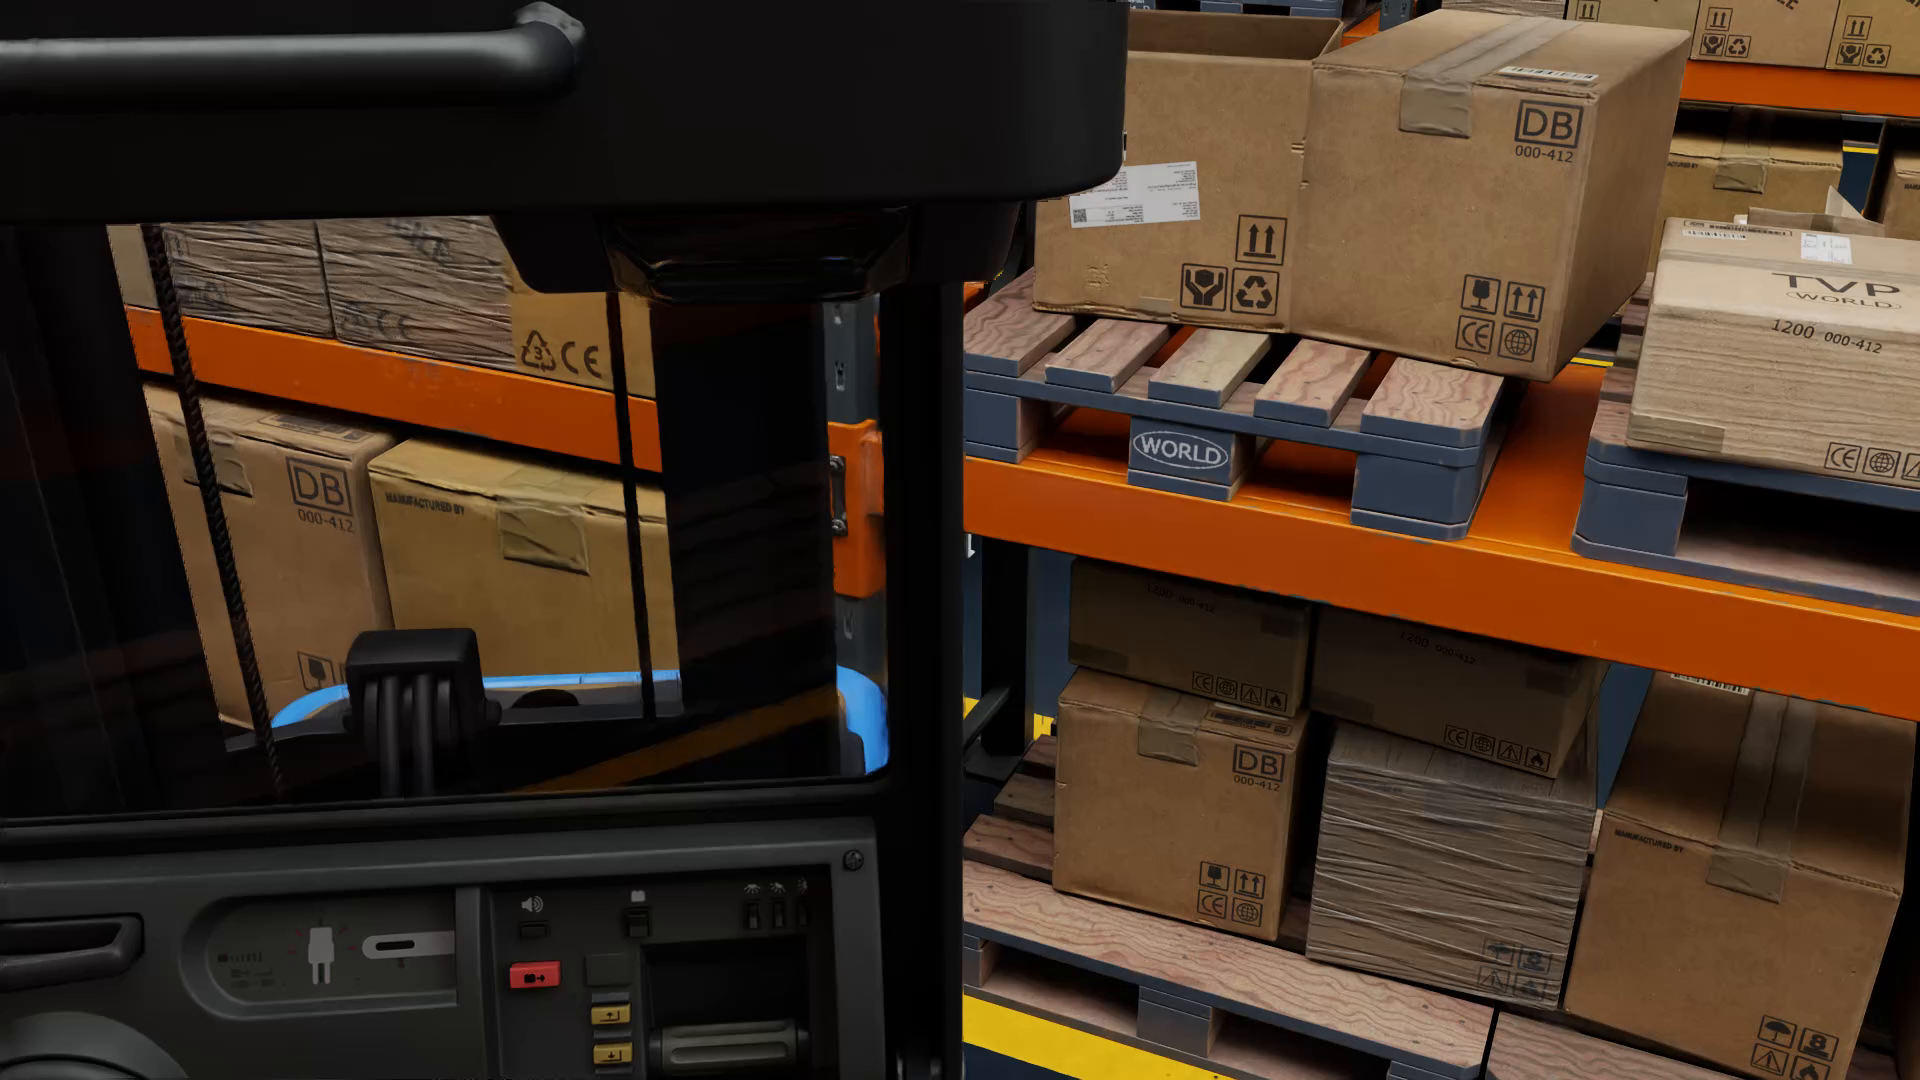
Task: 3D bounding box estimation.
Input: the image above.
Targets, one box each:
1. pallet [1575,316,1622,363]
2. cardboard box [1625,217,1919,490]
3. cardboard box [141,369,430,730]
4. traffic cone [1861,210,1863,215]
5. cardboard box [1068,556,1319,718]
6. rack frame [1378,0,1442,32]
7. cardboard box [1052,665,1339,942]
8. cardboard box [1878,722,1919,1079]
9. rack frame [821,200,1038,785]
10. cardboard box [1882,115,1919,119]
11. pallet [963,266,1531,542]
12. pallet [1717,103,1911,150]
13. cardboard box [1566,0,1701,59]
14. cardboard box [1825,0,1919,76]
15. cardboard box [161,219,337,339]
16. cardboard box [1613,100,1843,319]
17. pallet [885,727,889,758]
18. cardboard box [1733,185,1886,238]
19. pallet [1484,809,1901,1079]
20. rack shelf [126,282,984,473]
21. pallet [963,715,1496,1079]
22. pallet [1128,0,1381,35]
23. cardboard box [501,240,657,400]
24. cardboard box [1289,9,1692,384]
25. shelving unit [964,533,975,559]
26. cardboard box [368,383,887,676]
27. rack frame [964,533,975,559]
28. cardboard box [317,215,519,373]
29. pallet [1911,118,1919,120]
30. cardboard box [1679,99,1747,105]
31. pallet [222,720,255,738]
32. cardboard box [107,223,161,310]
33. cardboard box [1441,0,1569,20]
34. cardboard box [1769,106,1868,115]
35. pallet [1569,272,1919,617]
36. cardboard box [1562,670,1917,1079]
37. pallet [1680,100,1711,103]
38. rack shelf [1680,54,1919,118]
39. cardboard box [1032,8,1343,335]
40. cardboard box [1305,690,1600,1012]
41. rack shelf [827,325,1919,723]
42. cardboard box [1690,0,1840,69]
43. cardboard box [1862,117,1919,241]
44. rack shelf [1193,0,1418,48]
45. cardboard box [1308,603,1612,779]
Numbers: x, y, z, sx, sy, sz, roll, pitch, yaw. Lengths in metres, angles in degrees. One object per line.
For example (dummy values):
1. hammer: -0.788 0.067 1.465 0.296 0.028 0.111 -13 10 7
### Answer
1. pallet: 2.775 -1.142 7.831 1.213 0.211 1.003 11 28 22
2. cardboard box: 1.374 -0.314 2.687 0.500 0.250 0.500 11 28 20
3. cardboard box: -1.484 -0.128 4.544 0.875 0.875 1.225 11 28 22
4. traffic cone: 5.301 -2.022 9.333 0.334 0.463 0.336 11 28 22
5. cardboard box: 0.566 0.106 3.621 0.500 0.250 0.500 13 29 24
6. rack frame: 2.089 -2.568 7.570 0.127 3.000 1.000 11 28 22
7. cardboard box: 0.562 0.447 3.779 0.500 0.500 0.700 10 28 19
8. cardboard box: 2.099 0.746 3.171 0.500 0.500 0.700 9 28 17
9. rack frame: -0.057 -0.592 3.556 0.127 3.000 1.000 11 28 22
10. cardboard box: 6.553 -3.080 11.109 0.625 0.372 0.950 13 29 25
11. pallet: 0.636 -0.418 3.421 1.003 0.211 1.213 11 28 22
12. pallet: 5.863 -2.959 11.520 1.213 0.211 1.003 11 28 22
13. cardboard box: 2.850 -2.330 6.974 0.500 0.500 0.500 11 28 21
14. cardboard box: 3.761 -2.146 6.599 0.500 0.500 0.500 11 28 21
15. cardboard box: -1.534 -0.815 3.895 0.500 0.500 0.500 10 28 20
16. cardboard box: 3.403 -1.441 7.352 0.750 0.750 1.050 12 29 23
17. pallet: -0.743 0.485 4.527 1.213 0.211 1.003 11 28 22
18. cardboard box: 1.573 -0.524 3.095 0.258 0.266 0.396 11 28 20
19. pallet: 1.761 1.026 3.427 1.213 0.211 1.003 11 28 22
20. rack shelf: -1.877 -0.635 4.458 4.000 0.370 1.077 11 28 22
21. pallet: 0.654 0.803 3.881 1.213 0.211 1.003 11 28 22
22. pallet: 1.396 -2.569 7.790 1.003 0.211 1.213 11 28 22
23. cardboard box: -0.608 -0.627 3.515 0.500 0.500 0.500 12 29 23
24. cardboard box: 1.001 -0.681 3.148 0.500 0.500 0.700 16 30 29
25. shelving unit: -0.151 -0.569 5.546 0.503 1.200 0.258 11 28 22
26. cardboard box: -0.676 0.038 4.206 0.875 0.875 1.225 10 28 19
27. rack frame: 0.071 -0.524 5.456 0.015 1.200 0.240 11 28 22
28. cardboard box: -1.060 -0.721 3.705 0.500 0.500 0.500 11 28 21
29. pallet: 6.978 -2.736 11.068 1.213 0.211 1.003 11 28 22
30. cardboard box: 5.231 -3.347 11.652 0.625 0.372 0.950 11 28 21
31. pallet: -1.850 0.261 4.981 1.213 0.211 1.003 11 28 22
32. cardboard box: -1.997 -0.908 4.085 0.500 0.500 0.500 12 29 23
33. cardboard box: 2.386 -2.422 7.160 0.500 0.500 0.500 12 29 22
34. cardboard box: 5.919 -3.206 11.366 0.625 0.372 0.950 12 29 23
35. pallet: 1.762 -0.160 2.897 1.213 0.211 1.003 11 28 22
36. cardboard box: 1.591 0.644 3.378 0.500 0.500 0.700 14 29 26
37. pallet: 4.756 -3.182 11.974 1.213 0.211 1.003 11 28 22
38. rack shelf: 3.909 -1.879 6.986 4.000 0.370 1.077 11 28 22
39. cardboard box: 0.452 -0.743 3.274 0.500 0.500 0.500 8 27 15
40. cardboard box: 1.072 0.543 3.583 0.500 0.500 0.700 9 28 18
41. rack shelf: 1.764 0.096 2.973 4.000 0.370 1.077 11 28 22
42. cardboard box: 3.308 -2.238 6.786 0.500 0.500 0.500 11 28 22
43. cardboard box: 4.251 -1.271 7.007 0.750 0.750 1.050 11 28 22
44. rack shelf: 0.268 -2.611 8.471 4.000 0.370 1.077 11 28 22
45. cardboard box: 1.053 0.199 3.433 0.500 0.250 0.500 15 30 28
